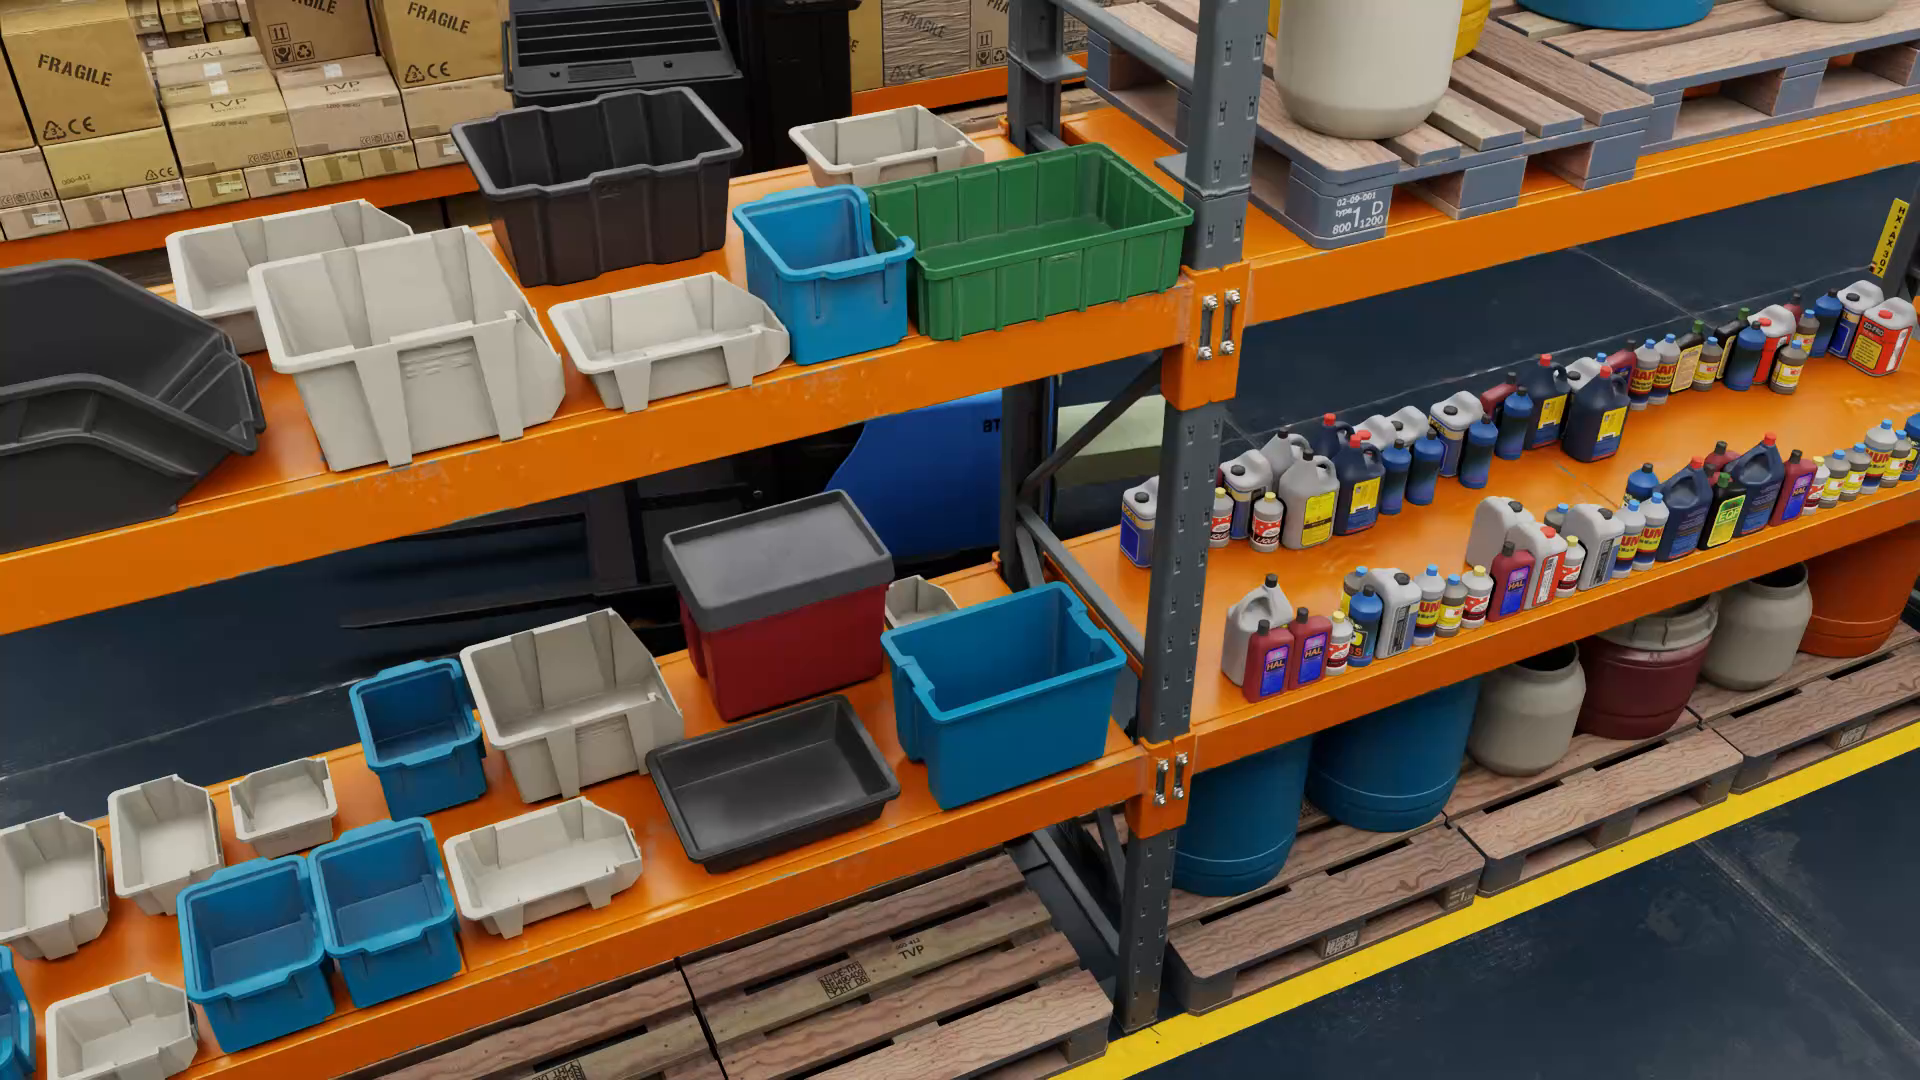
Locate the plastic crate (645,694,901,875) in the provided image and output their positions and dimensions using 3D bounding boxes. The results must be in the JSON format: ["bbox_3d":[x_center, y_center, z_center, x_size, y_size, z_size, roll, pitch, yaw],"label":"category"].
[{"bbox_3d":[-0.506,0.673,4.506,0.590,0.125,0.437,-16,39,-20],"label":"plastic crate"}]

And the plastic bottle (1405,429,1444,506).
[{"bbox_3d":[1.591,-0.256,5.685,0.097,0.271,0.097,0,37,0],"label":"plastic bottle"}]

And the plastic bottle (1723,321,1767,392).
[{"bbox_3d":[2.975,-0.703,6.288,0.097,0.271,0.097,0,37,0],"label":"plastic bottle"}]

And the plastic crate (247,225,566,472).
[{"bbox_3d":[-1.090,-0.381,3.327,0.530,0.282,0.437,-16,39,-20],"label":"plastic crate"}]

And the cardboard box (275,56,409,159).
[{"bbox_3d":[-2.929,-2.057,7.882,0.500,0.250,0.500,-15,39,-19],"label":"cardboard box"}]

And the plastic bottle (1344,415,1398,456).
[{"bbox_3d":[1.400,-0.286,5.722,0.135,0.276,0.152,-16,39,-20],"label":"plastic bottle"}]

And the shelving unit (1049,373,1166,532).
[{"bbox_3d":[0.719,-0.654,7.372,0.755,1.500,0.431,-8,37,-11],"label":"shelving unit"}]

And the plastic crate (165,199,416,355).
[{"bbox_3d":[-1.463,-0.585,3.724,0.530,0.136,0.437,-16,39,-20],"label":"plastic crate"}]

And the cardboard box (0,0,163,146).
[{"bbox_3d":[-3.864,-2.098,7.307,0.500,0.500,0.500,-17,40,-21],"label":"cardboard box"}]

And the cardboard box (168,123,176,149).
[{"bbox_3d":[-3.766,-2.054,8.212,0.250,0.149,0.380,-15,39,-19],"label":"cardboard box"}]

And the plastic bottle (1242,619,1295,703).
[{"bbox_3d":[0.906,0.342,4.869,0.133,0.283,0.061,-16,39,-20],"label":"plastic bottle"}]

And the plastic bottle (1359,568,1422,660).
[{"bbox_3d":[1.305,0.204,5.062,0.135,0.276,0.152,-16,39,-20],"label":"plastic bottle"}]

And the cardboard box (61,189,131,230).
[{"bbox_3d":[-3.941,-1.573,7.563,0.250,0.149,0.380,-16,40,-21],"label":"cardboard box"}]

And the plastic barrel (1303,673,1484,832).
[{"bbox_3d":[1.534,0.525,5.934,0.708,0.901,0.600,-16,39,-20],"label":"plastic barrel"}]

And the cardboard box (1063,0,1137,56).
[{"bbox_3d":[0.646,-3.051,9.261,0.500,0.500,0.500,-17,40,-21],"label":"cardboard box"}]

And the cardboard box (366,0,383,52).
[{"bbox_3d":[-2.703,-2.769,8.213,0.500,0.500,0.500,-16,39,-20],"label":"cardboard box"}]

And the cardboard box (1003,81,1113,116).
[{"bbox_3d":[0.466,-2.456,9.974,0.875,0.875,1.225,-15,39,-20],"label":"cardboard box"}]

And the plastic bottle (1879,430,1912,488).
[{"bbox_3d":[3.244,-0.290,5.790,0.097,0.201,0.097,0,37,0],"label":"plastic bottle"}]

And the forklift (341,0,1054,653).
[{"bbox_3d":[-1.171,-1.039,6.691,3.031,2.935,1.130,-8,37,-11],"label":"forklift"}]

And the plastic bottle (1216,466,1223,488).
[{"bbox_3d":[0.802,-0.152,5.535,0.133,0.283,0.061,-16,39,-20],"label":"plastic bottle"}]

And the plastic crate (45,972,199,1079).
[{"bbox_3d":[-1.925,1.159,3.840,0.298,0.136,0.250,-16,39,-20],"label":"plastic crate"}]

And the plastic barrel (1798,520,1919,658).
[{"bbox_3d":[3.578,-0.018,6.726,0.708,0.830,0.600,-16,39,-20],"label":"plastic barrel"}]

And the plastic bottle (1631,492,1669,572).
[{"bbox_3d":[2.227,-0.034,5.386,0.097,0.271,0.097,0,37,0],"label":"plastic bottle"}]

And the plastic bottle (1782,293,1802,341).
[{"bbox_3d":[3.168,-0.814,6.427,0.133,0.283,0.061,-16,39,-20],"label":"plastic bottle"}]

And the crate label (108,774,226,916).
[{"bbox_3d":[-2.056,0.799,4.326,0.243,0.136,0.396,-16,39,-20],"label":"crate label"}]

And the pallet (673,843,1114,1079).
[{"bbox_3d":[-0.256,1.485,5.570,1.213,0.211,1.003,-16,39,-20],"label":"pallet"}]

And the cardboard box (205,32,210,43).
[{"bbox_3d":[-5.343,-3.583,12.104,0.250,0.149,0.380,-16,39,-20],"label":"cardboard box"}]

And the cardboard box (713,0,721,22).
[{"bbox_3d":[-1.189,-2.535,8.565,0.500,0.500,0.500,-15,39,-20],"label":"cardboard box"}]

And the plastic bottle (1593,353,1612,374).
[{"bbox_3d":[2.323,-0.561,6.096,0.097,0.271,0.097,0,37,0],"label":"plastic bottle"}]

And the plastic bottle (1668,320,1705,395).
[{"bbox_3d":[2.717,-0.687,6.257,0.133,0.283,0.061,-16,39,-20],"label":"plastic bottle"}]

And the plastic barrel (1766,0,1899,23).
[{"bbox_3d":[2.473,-1.752,4.610,0.433,0.535,0.433,0,37,0],"label":"plastic barrel"}]

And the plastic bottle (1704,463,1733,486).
[{"bbox_3d":[2.480,-0.138,5.516,0.133,0.283,0.061,-16,39,-20],"label":"plastic bottle"}]

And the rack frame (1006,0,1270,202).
[{"bbox_3d":[0.393,-2.251,3.232,0.127,3.000,1.000,-16,39,-20],"label":"rack frame"}]

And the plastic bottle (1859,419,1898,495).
[{"bbox_3d":[3.156,-0.294,5.736,0.097,0.271,0.097,0,37,0],"label":"plastic bottle"}]

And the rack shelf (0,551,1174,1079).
[{"bbox_3d":[-1.417,0.953,4.551,4.000,0.370,1.077,-16,39,-20],"label":"rack shelf"}]

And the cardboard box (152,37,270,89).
[{"bbox_3d":[-3.617,-2.217,8.097,0.500,0.250,0.500,-16,39,-20],"label":"cardboard box"}]

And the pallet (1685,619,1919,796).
[{"bbox_3d":[3.318,0.488,6.915,1.213,0.211,1.003,-16,39,-20],"label":"pallet"}]

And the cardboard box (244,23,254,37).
[{"bbox_3d":[-5.094,-3.810,12.160,0.250,0.149,0.380,-17,40,-22],"label":"cardboard box"}]

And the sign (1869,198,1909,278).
[{"bbox_3d":[3.774,-1.215,6.733,0.005,0.325,0.100,-16,39,-20],"label":"sign"}]

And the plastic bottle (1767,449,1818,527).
[{"bbox_3d":[2.794,-0.186,5.580,0.133,0.283,0.061,-16,39,-20],"label":"plastic bottle"}]

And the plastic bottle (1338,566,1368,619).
[{"bbox_3d":[1.235,0.171,5.168,0.097,0.201,0.097,0,37,0],"label":"plastic bottle"}]

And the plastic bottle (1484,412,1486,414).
[{"bbox_3d":[1.825,-0.393,5.929,0.097,0.201,0.097,0,37,0],"label":"plastic bottle"}]

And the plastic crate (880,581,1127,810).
[{"bbox_3d":[0.115,0.443,4.598,0.575,0.384,0.392,-16,39,-20],"label":"plastic crate"}]

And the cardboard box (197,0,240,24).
[{"bbox_3d":[-5.360,-3.872,11.993,0.250,0.149,0.380,-16,39,-20],"label":"cardboard box"}]

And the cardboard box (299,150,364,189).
[{"bbox_3d":[-3.011,-1.833,7.914,0.250,0.149,0.380,-16,40,-21],"label":"cardboard box"}]

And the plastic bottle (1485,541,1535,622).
[{"bbox_3d":[1.710,0.117,5.172,0.133,0.283,0.061,-16,39,-20],"label":"plastic bottle"}]
